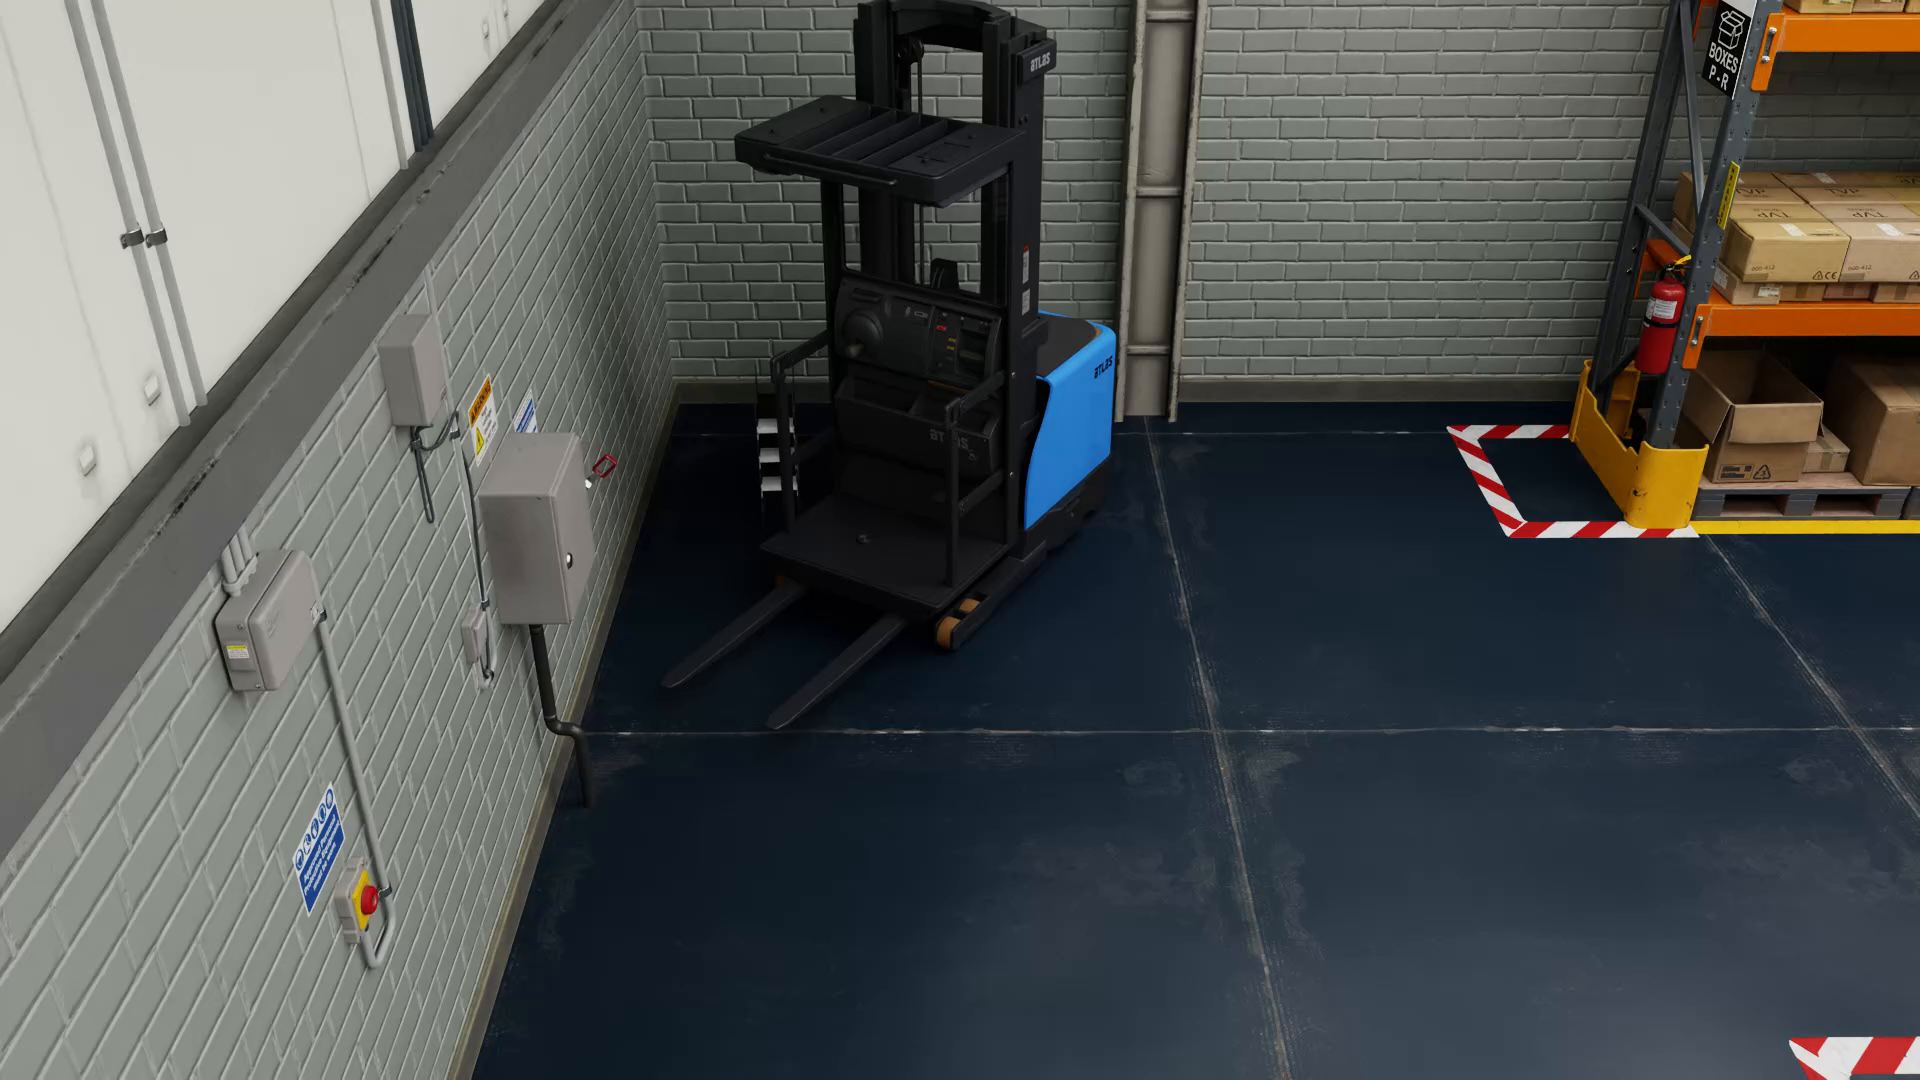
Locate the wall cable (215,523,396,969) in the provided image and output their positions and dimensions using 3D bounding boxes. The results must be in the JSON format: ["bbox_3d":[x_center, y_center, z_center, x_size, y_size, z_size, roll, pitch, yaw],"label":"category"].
[{"bbox_3d":[-1.737,0.508,4.511,0.123,1.953,0.585,0,31,0],"label":"wall cable"}]

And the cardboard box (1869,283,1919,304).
[{"bbox_3d":[4.968,-1.413,8.929,0.250,0.149,0.380,1,31,1],"label":"cardboard box"}]

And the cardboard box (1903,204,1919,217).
[{"bbox_3d":[5.334,-1.578,8.817,0.500,0.250,0.500,-1,31,-1],"label":"cardboard box"}]

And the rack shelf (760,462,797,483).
[{"bbox_3d":[-1.011,-0.415,9.303,0.200,0.077,0.258,-2,31,-3],"label":"rack shelf"}]

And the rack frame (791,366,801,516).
[{"bbox_3d":[-0.910,-0.523,9.245,0.006,0.900,0.240,-2,31,-3],"label":"rack frame"}]

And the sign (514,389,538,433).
[{"bbox_3d":[-1.814,-0.349,7.025,0.001,0.494,0.329,0,31,0],"label":"sign"}]

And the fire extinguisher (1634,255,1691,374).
[{"bbox_3d":[3.723,-1.216,8.796,0.183,0.674,0.296,0,31,0],"label":"fire extinguisher"}]

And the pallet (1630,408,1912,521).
[{"bbox_3d":[4.741,-0.459,9.804,1.213,0.211,1.003,0,31,0],"label":"pallet"}]

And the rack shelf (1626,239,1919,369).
[{"bbox_3d":[5.868,-1.347,9.272,4.000,0.370,1.077,0,31,0],"label":"rack shelf"}]

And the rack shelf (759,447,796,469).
[{"bbox_3d":[-1.011,-0.491,9.257,0.200,0.077,0.258,-2,31,-3],"label":"rack shelf"}]

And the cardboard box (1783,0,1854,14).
[{"bbox_3d":[4.188,-2.704,8.165,0.250,0.149,0.380,0,31,1],"label":"cardboard box"}]

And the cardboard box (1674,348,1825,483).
[{"bbox_3d":[4.480,-0.714,9.536,0.637,0.503,0.797,-1,31,-2],"label":"cardboard box"}]

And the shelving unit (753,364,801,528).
[{"bbox_3d":[-1.011,-0.520,9.240,0.210,0.900,0.258,-2,31,-3],"label":"shelving unit"}]

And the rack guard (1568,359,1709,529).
[{"bbox_3d":[3.944,-0.580,9.724,0.348,0.500,1.175,0,31,0],"label":"rack guard"}]

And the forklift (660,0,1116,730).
[{"bbox_3d":[-0.324,-0.976,8.033,1.130,2.935,3.031,17,35,26],"label":"forklift"}]

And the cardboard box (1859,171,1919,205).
[{"bbox_3d":[5.337,-1.851,9.267,0.500,0.250,0.500,1,31,1],"label":"cardboard box"}]

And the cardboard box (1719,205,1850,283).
[{"bbox_3d":[4.323,-1.573,8.809,0.500,0.250,0.500,0,31,0],"label":"cardboard box"}]

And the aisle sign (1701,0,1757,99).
[{"bbox_3d":[3.801,-2.607,8.150,0.004,0.787,0.394,0,31,0],"label":"aisle sign"}]

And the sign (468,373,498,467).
[{"bbox_3d":[-1.811,-0.458,6.317,0.001,0.242,0.339,0,31,0],"label":"sign"}]

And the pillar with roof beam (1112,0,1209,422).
[{"bbox_3d":[1.192,-2.439,4.595,0.400,9.000,9.100,0,31,0],"label":"pillar with roof beam"}]

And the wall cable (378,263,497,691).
[{"bbox_3d":[-1.757,-0.214,5.732,0.122,1.984,0.588,0,31,0],"label":"wall cable"}]

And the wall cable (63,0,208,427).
[{"bbox_3d":[-1.785,-1.475,3.005,0.029,3.000,0.463,0,31,0],"label":"wall cable"}]

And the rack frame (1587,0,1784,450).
[{"bbox_3d":[3.868,-1.649,9.075,0.127,3.000,1.000,0,31,0],"label":"rack frame"}]

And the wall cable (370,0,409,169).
[{"bbox_3d":[-1.787,-1.865,3.648,0.029,3.000,2.355,0,31,0],"label":"wall cable"}]

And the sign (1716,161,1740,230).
[{"bbox_3d":[3.871,-1.737,8.387,0.005,0.325,0.100,0,31,0],"label":"sign"}]

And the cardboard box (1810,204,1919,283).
[{"bbox_3d":[4.827,-1.575,8.812,0.500,0.250,0.500,0,31,0],"label":"cardboard box"}]

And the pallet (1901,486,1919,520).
[{"bbox_3d":[5.958,-0.462,9.808,1.213,0.211,1.003,0,31,0],"label":"pallet"}]

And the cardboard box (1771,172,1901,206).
[{"bbox_3d":[4.842,-1.852,9.268,0.500,0.250,0.500,0,31,0],"label":"cardboard box"}]

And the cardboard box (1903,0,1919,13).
[{"bbox_3d":[4.707,-2.710,8.176,0.250,0.149,0.380,0,31,0],"label":"cardboard box"}]

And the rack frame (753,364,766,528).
[{"bbox_3d":[-1.113,-0.517,9.234,0.006,0.900,0.240,-2,31,-3],"label":"rack frame"}]

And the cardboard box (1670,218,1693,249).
[{"bbox_3d":[4.198,-1.681,9.372,0.250,0.149,0.380,-1,31,-1],"label":"cardboard box"}]

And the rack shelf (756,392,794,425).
[{"bbox_3d":[-1.011,-0.722,9.117,0.200,0.077,0.258,-2,31,-3],"label":"rack shelf"}]

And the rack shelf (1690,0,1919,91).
[{"bbox_3d":[5.868,-2.630,8.494,4.000,0.370,1.077,0,31,0],"label":"rack shelf"}]

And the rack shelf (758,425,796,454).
[{"bbox_3d":[-1.011,-0.568,9.210,0.200,0.077,0.258,-2,31,-3],"label":"rack shelf"}]

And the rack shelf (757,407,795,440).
[{"bbox_3d":[-1.011,-0.645,9.163,0.200,0.077,0.258,-2,31,-3],"label":"rack shelf"}]

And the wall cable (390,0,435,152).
[{"bbox_3d":[-1.766,-3.326,6.021,0.133,3.039,2.988,0,31,0],"label":"wall cable"}]

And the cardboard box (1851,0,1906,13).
[{"bbox_3d":[4.450,-2.718,8.189,0.250,0.149,0.380,0,31,1],"label":"cardboard box"}]

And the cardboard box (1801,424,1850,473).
[{"bbox_3d":[4.905,-0.543,9.597,0.250,0.149,0.380,-1,31,-2],"label":"cardboard box"}]

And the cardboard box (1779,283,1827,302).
[{"bbox_3d":[4.452,-1.425,8.949,0.250,0.149,0.380,1,31,1],"label":"cardboard box"}]

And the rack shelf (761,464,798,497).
[{"bbox_3d":[-1.011,-0.338,9.350,0.200,0.077,0.258,-2,31,-3],"label":"rack shelf"}]

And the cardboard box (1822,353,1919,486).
[{"bbox_3d":[5.335,-0.695,9.508,0.500,0.500,0.700,1,31,2],"label":"cardboard box"}]

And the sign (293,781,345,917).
[{"bbox_3d":[-1.798,0.866,4.671,0.001,0.218,0.327,0,31,0],"label":"sign"}]

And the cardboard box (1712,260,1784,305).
[{"bbox_3d":[4.198,-1.400,8.908,0.250,0.149,0.380,0,31,-1],"label":"cardboard box"}]

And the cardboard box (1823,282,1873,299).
[{"bbox_3d":[4.715,-1.444,8.980,0.250,0.149,0.380,-1,31,-1],"label":"cardboard box"}]

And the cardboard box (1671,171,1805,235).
[{"bbox_3d":[4.326,-1.851,9.266,0.500,0.250,0.500,1,31,1],"label":"cardboard box"}]

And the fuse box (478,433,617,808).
[{"bbox_3d":[-1.604,0.417,6.914,0.414,1.711,0.539,0,31,0],"label":"fuse box"}]
